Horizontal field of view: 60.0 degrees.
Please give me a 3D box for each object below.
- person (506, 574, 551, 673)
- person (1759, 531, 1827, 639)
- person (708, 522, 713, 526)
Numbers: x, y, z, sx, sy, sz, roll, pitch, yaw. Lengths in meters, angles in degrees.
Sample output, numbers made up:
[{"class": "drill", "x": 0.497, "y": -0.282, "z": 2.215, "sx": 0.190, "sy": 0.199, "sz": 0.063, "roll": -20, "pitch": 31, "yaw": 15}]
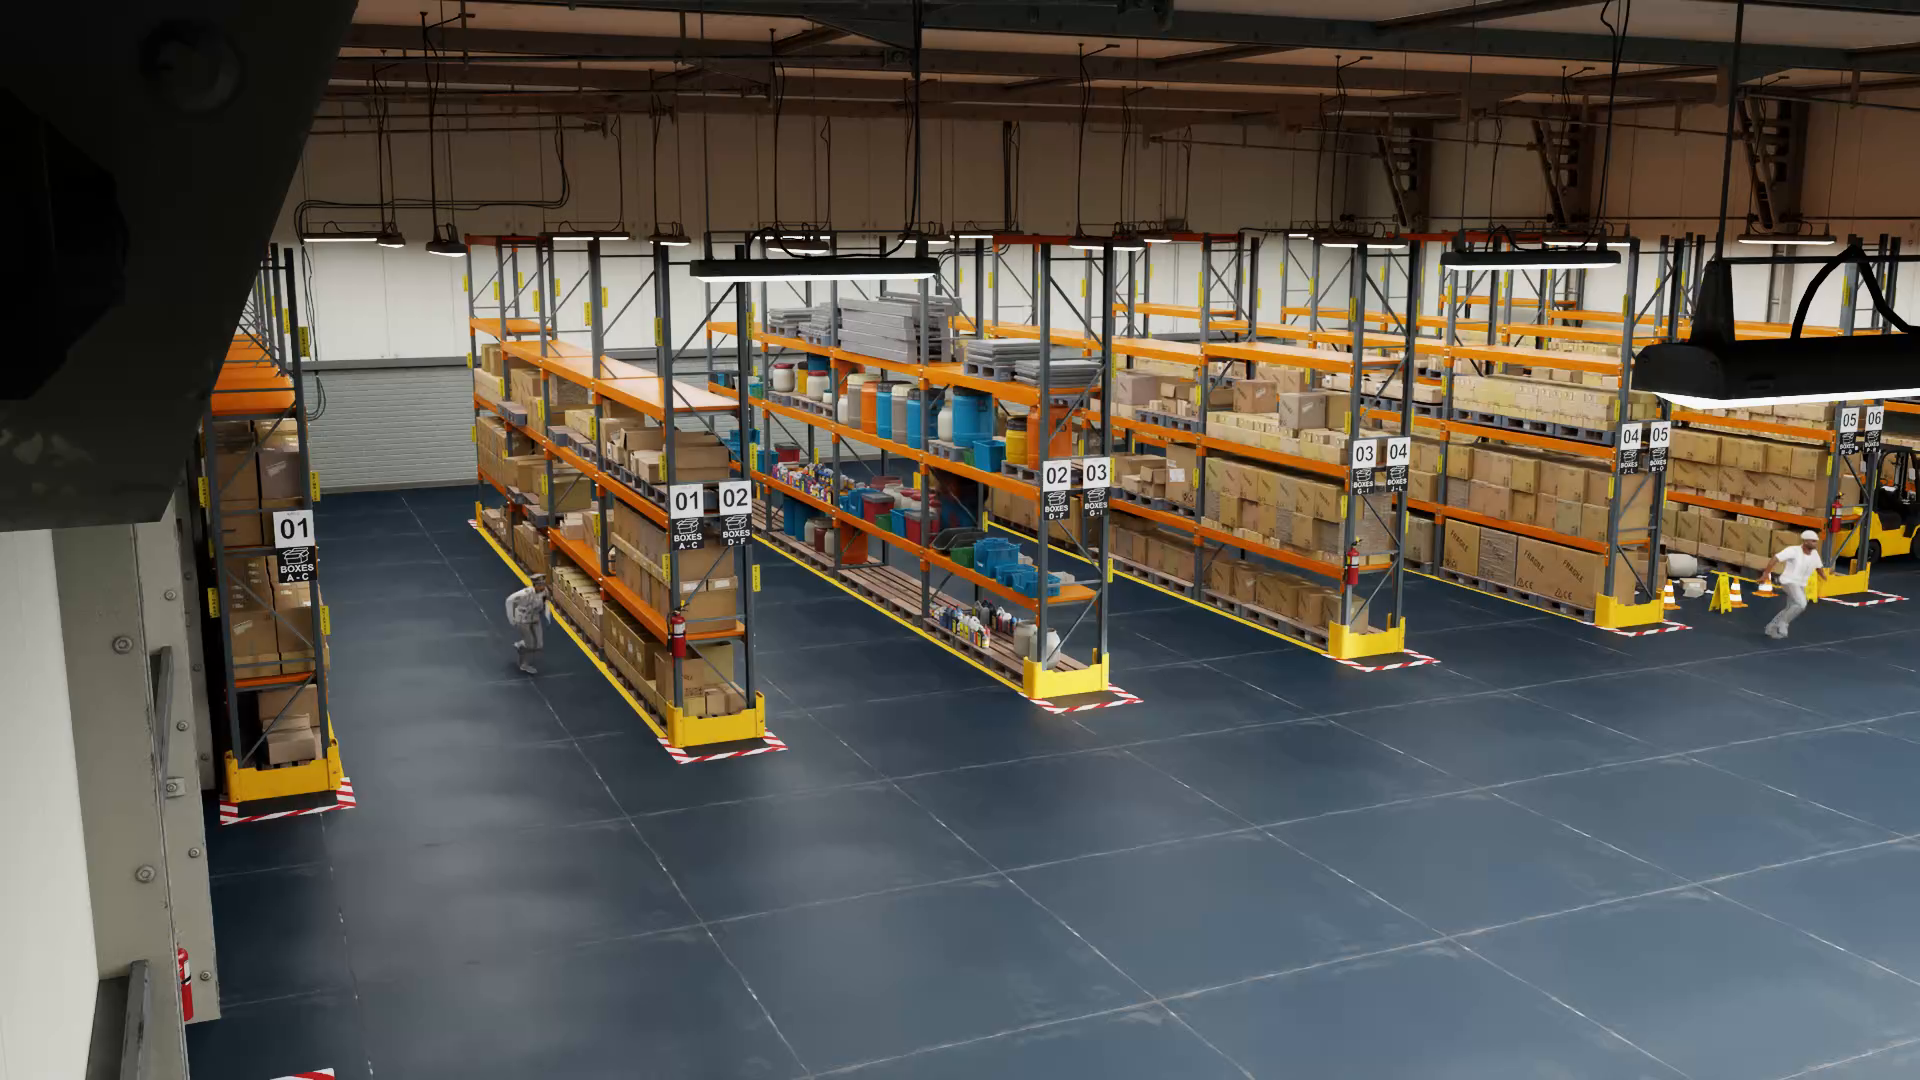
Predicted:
[{"class": "person", "x": -6.056, "y": 1.167, "z": 23.286, "sx": 0.641, "sy": 1.483, "sz": 0.816, "roll": -10, "pitch": 15, "yaw": -43}, {"class": "person", "x": 12.741, "y": 0.686, "z": 25.274, "sx": 0.878, "sy": 1.668, "sz": 0.709, "roll": -6, "pitch": 12, "yaw": -28}, {"class": "person", "x": -4.613, "y": -0.031, "z": 28.876, "sx": 0.699, "sy": 1.692, "sz": 0.707, "roll": -9, "pitch": 14, "yaw": -38}]
